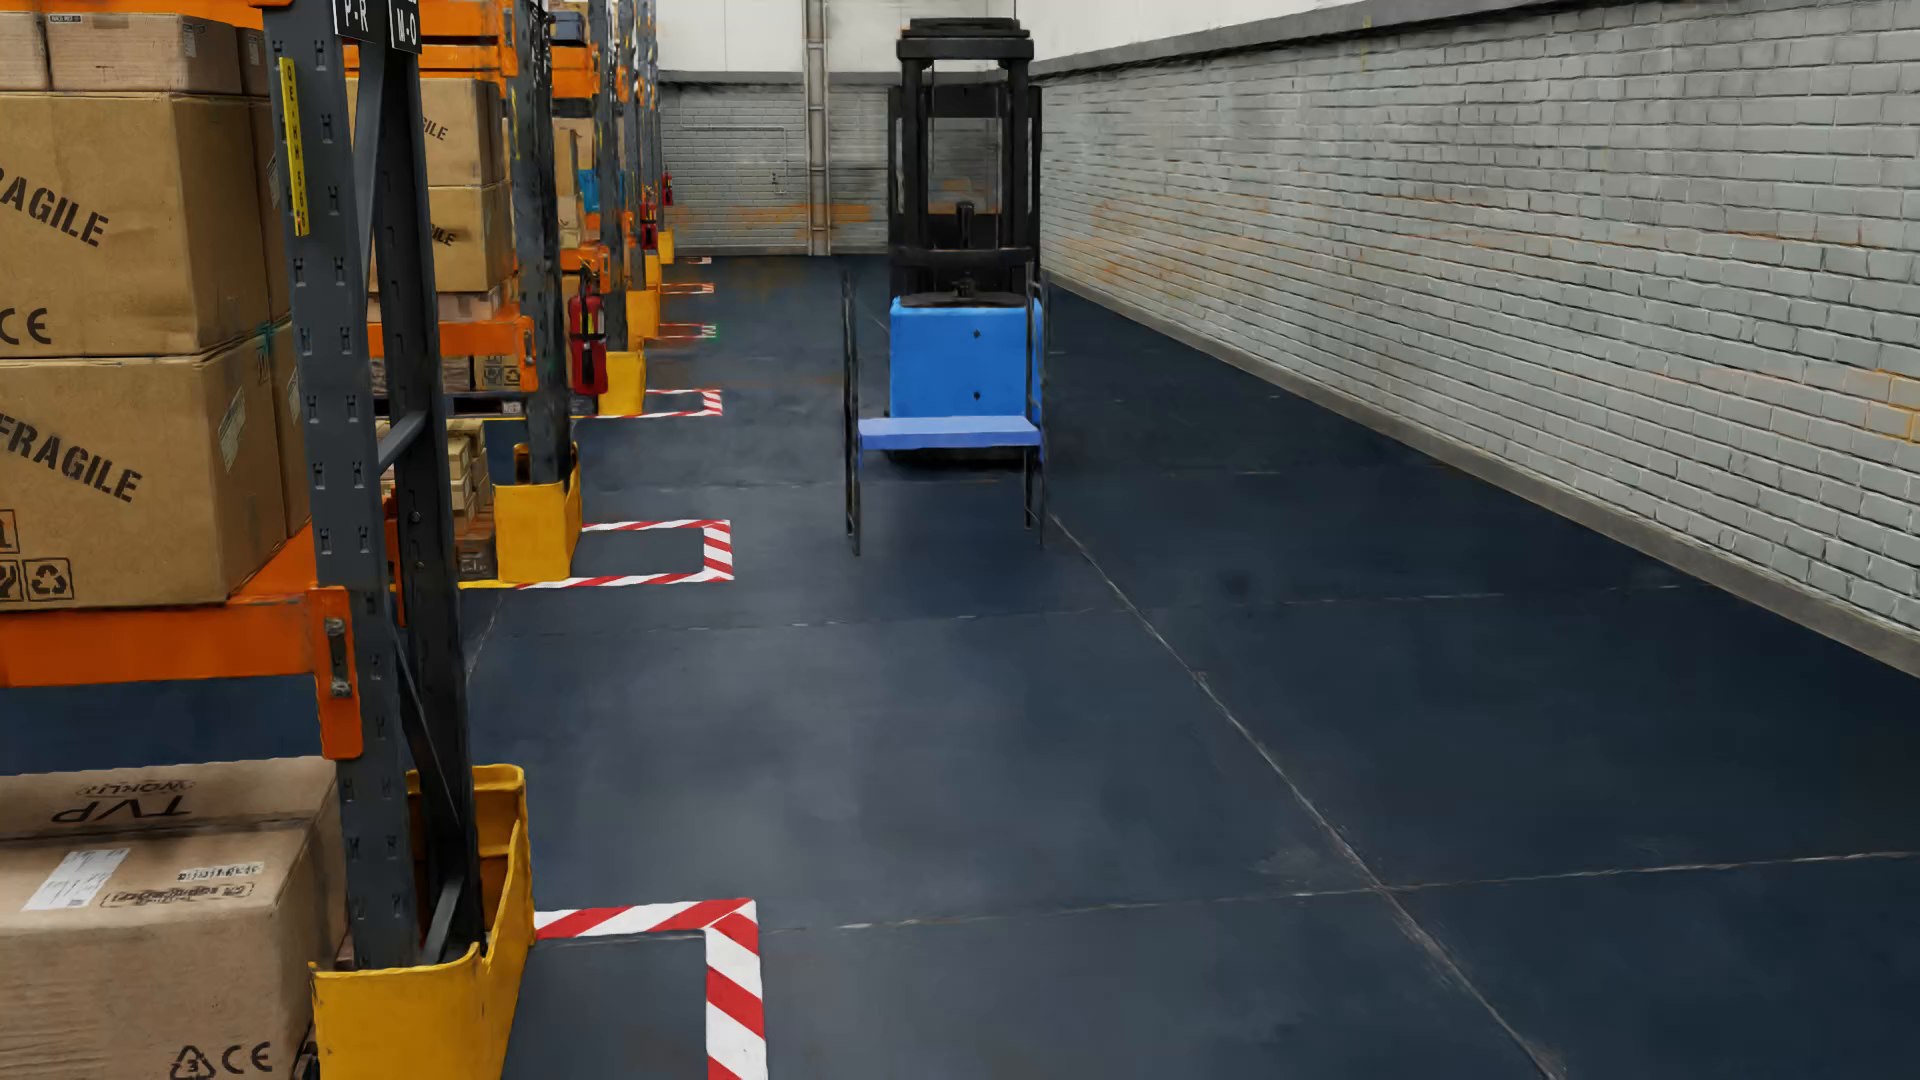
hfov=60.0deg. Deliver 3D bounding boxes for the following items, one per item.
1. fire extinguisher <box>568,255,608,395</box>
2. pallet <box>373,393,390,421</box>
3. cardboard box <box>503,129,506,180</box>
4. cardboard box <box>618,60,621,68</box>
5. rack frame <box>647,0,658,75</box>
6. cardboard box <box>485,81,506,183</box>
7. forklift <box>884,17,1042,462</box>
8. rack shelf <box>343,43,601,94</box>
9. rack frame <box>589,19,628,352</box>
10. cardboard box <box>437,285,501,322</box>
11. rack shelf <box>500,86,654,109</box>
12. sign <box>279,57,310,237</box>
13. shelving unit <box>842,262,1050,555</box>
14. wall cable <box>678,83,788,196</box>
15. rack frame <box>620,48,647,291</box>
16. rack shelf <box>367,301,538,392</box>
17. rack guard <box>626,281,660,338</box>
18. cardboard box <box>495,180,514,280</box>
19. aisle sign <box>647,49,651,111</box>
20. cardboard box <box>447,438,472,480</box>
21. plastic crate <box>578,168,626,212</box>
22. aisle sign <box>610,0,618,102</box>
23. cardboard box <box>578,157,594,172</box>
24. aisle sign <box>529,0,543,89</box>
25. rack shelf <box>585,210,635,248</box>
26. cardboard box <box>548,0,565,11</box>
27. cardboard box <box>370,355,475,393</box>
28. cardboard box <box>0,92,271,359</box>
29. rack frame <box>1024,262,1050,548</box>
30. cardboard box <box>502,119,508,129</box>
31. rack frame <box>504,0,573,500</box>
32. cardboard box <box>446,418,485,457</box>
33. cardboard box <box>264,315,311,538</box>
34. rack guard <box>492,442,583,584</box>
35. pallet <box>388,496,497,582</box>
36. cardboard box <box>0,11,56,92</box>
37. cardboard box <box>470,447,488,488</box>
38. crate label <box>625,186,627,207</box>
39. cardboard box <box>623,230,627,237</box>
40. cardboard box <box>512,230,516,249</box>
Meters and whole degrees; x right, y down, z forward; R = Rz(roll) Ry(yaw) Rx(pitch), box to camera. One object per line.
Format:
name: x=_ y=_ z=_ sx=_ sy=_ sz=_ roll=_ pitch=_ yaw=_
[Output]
fire extinguisher: x=-1.843 y=-1.063 z=8.218 sx=0.183 sy=0.674 sz=0.296 roll=-2 pitch=14 yaw=-8
pallet: x=-4.783 y=-1.136 z=13.317 sx=1.213 sy=0.211 sz=1.003 roll=-2 pitch=14 yaw=-8
cardboard box: x=-3.810 y=-3.044 z=13.350 sx=0.500 sy=0.500 sz=0.500 roll=-2 pitch=14 yaw=-10
cardboard box: x=-4.741 y=-6.263 z=22.170 sx=0.500 sy=0.250 sz=0.500 roll=-2 pitch=14 yaw=-8
rack frame: x=-5.014 y=-9.064 z=26.864 sx=0.127 sy=3.000 sz=1.000 roll=-2 pitch=14 yaw=-8
cardboard box: x=-2.645 y=-2.108 z=8.589 sx=0.500 sy=0.500 sz=0.500 roll=-2 pitch=14 yaw=-9
forklift: x=0.027 y=-2.254 z=12.184 sx=1.130 sy=2.935 sz=3.031 roll=0 pitch=14 yaw=-1
rack shelf: x=-4.778 y=-3.613 z=12.775 sx=4.000 sy=0.370 sz=1.077 roll=-2 pitch=14 yaw=-8
rack frame: x=-2.800 y=-2.580 z=13.341 sx=0.127 sy=3.000 sz=1.000 roll=-2 pitch=14 yaw=-8
cardboard box: x=-2.442 y=-1.181 z=8.282 sx=0.250 sy=0.149 sz=0.380 roll=-2 pitch=14 yaw=-8
rack shelf: x=-6.992 y=-7.188 z=27.028 sx=4.000 sy=0.370 sz=1.077 roll=-2 pitch=14 yaw=-8
sign: x=-1.257 y=-0.741 z=3.144 sx=0.005 sy=0.325 sz=0.100 roll=-2 pitch=14 yaw=-8
shelving unit: x=-0.084 y=-0.724 z=9.027 sx=1.048 sy=1.500 sz=0.538 roll=-2 pitch=14 yaw=-8
wall cable: x=-3.889 y=-6.921 z=28.563 sx=1.851 sy=1.984 sz=0.084 roll=-2 pitch=14 yaw=-8
rack frame: x=-3.538 y=-3.771 z=18.092 sx=0.127 sy=3.000 sz=1.000 roll=-2 pitch=14 yaw=-8
rack shelf: x=-4.139 y=-0.961 z=8.368 sx=4.000 sy=0.370 sz=1.077 roll=-2 pitch=14 yaw=-8
rack guard: x=-3.516 y=-2.563 z=18.412 sx=0.348 sy=0.500 sz=1.175 roll=-2 pitch=14 yaw=-8
cardboard box: x=-2.646 y=-1.626 z=8.721 sx=0.500 sy=0.500 sz=0.500 roll=-1 pitch=14 yaw=-6
aisle sign: x=-4.159 y=-6.152 z=22.243 sx=0.004 sy=0.787 sz=0.394 roll=-2 pitch=14 yaw=-8
cardboard box: x=-2.647 y=-0.412 z=8.473 sx=0.250 sy=0.149 sz=0.380 roll=-2 pitch=14 yaw=-8
plastic crate: x=-3.841 y=-3.760 z=17.853 sx=0.499 sy=0.435 sz=0.616 roll=-2 pitch=14 yaw=-8
aisle sign: x=-2.774 y=-3.915 z=13.323 sx=0.004 sy=0.787 sz=0.394 roll=-2 pitch=14 yaw=-8
cardboard box: x=-5.187 y=-4.910 z=22.427 sx=0.500 sy=0.500 sz=0.500 roll=-2 pitch=14 yaw=-8
aisle sign: x=-2.044 y=-2.574 z=7.976 sx=0.004 sy=0.787 sz=0.394 roll=-2 pitch=14 yaw=-8
rack shelf: x=-5.516 y=-3.350 z=17.891 sx=4.000 sy=0.370 sz=1.077 roll=-2 pitch=14 yaw=-8
cardboard box: x=-3.306 y=-4.303 z=12.775 sx=0.500 sy=0.500 sz=0.700 roll=-3 pitch=14 yaw=-12
cardboard box: x=-4.321 y=-1.677 z=13.248 sx=0.875 sy=0.875 sz=0.875 roll=-2 pitch=14 yaw=-8
cardboard box: x=-1.765 y=-0.655 z=3.405 sx=0.500 sy=0.500 sz=0.500 roll=-2 pitch=14 yaw=-6
rack frame: x=0.418 y=-0.743 z=9.101 sx=0.032 sy=1.500 sz=0.500 roll=-2 pitch=14 yaw=-8
cardboard box: x=-6.191 y=-5.357 z=22.154 sx=0.500 sy=0.500 sz=0.500 roll=-2 pitch=14 yaw=-7
rack frame: x=-2.161 y=-1.383 z=8.570 sx=0.127 sy=3.000 sz=1.000 roll=-2 pitch=14 yaw=-8
cardboard box: x=-2.730 y=-0.555 z=9.043 sx=0.250 sy=0.149 sz=0.380 roll=-3 pitch=14 yaw=-11
cardboard box: x=-1.841 y=-0.296 z=4.030 sx=0.500 sy=0.500 sz=0.500 roll=-2 pitch=14 yaw=-9
rack guard: x=-2.236 y=-0.168 z=8.863 sx=0.348 sy=0.500 sz=1.175 roll=-2 pitch=14 yaw=-8
pallet: x=-3.045 y=-0.007 z=8.814 sx=1.213 sy=0.211 sz=1.003 roll=-2 pitch=14 yaw=-8
cardboard box: x=-1.896 y=-0.968 z=3.320 sx=0.250 sy=0.149 sz=0.380 roll=-2 pitch=14 yaw=-7
cardboard box: x=-2.718 y=-0.391 z=9.000 sx=0.250 sy=0.149 sz=0.380 roll=-1 pitch=14 yaw=-6
crate label: x=-3.831 y=-3.789 z=18.385 sx=0.303 sy=0.233 sz=0.416 roll=-2 pitch=14 yaw=-8
cardboard box: x=-5.691 y=-5.096 z=27.650 sx=0.500 sy=0.500 sz=0.700 roll=-2 pitch=14 yaw=-8
cardboard box: x=-3.360 y=-2.356 z=12.966 sx=0.250 sy=0.149 sz=0.380 roll=-2 pitch=14 yaw=-8
